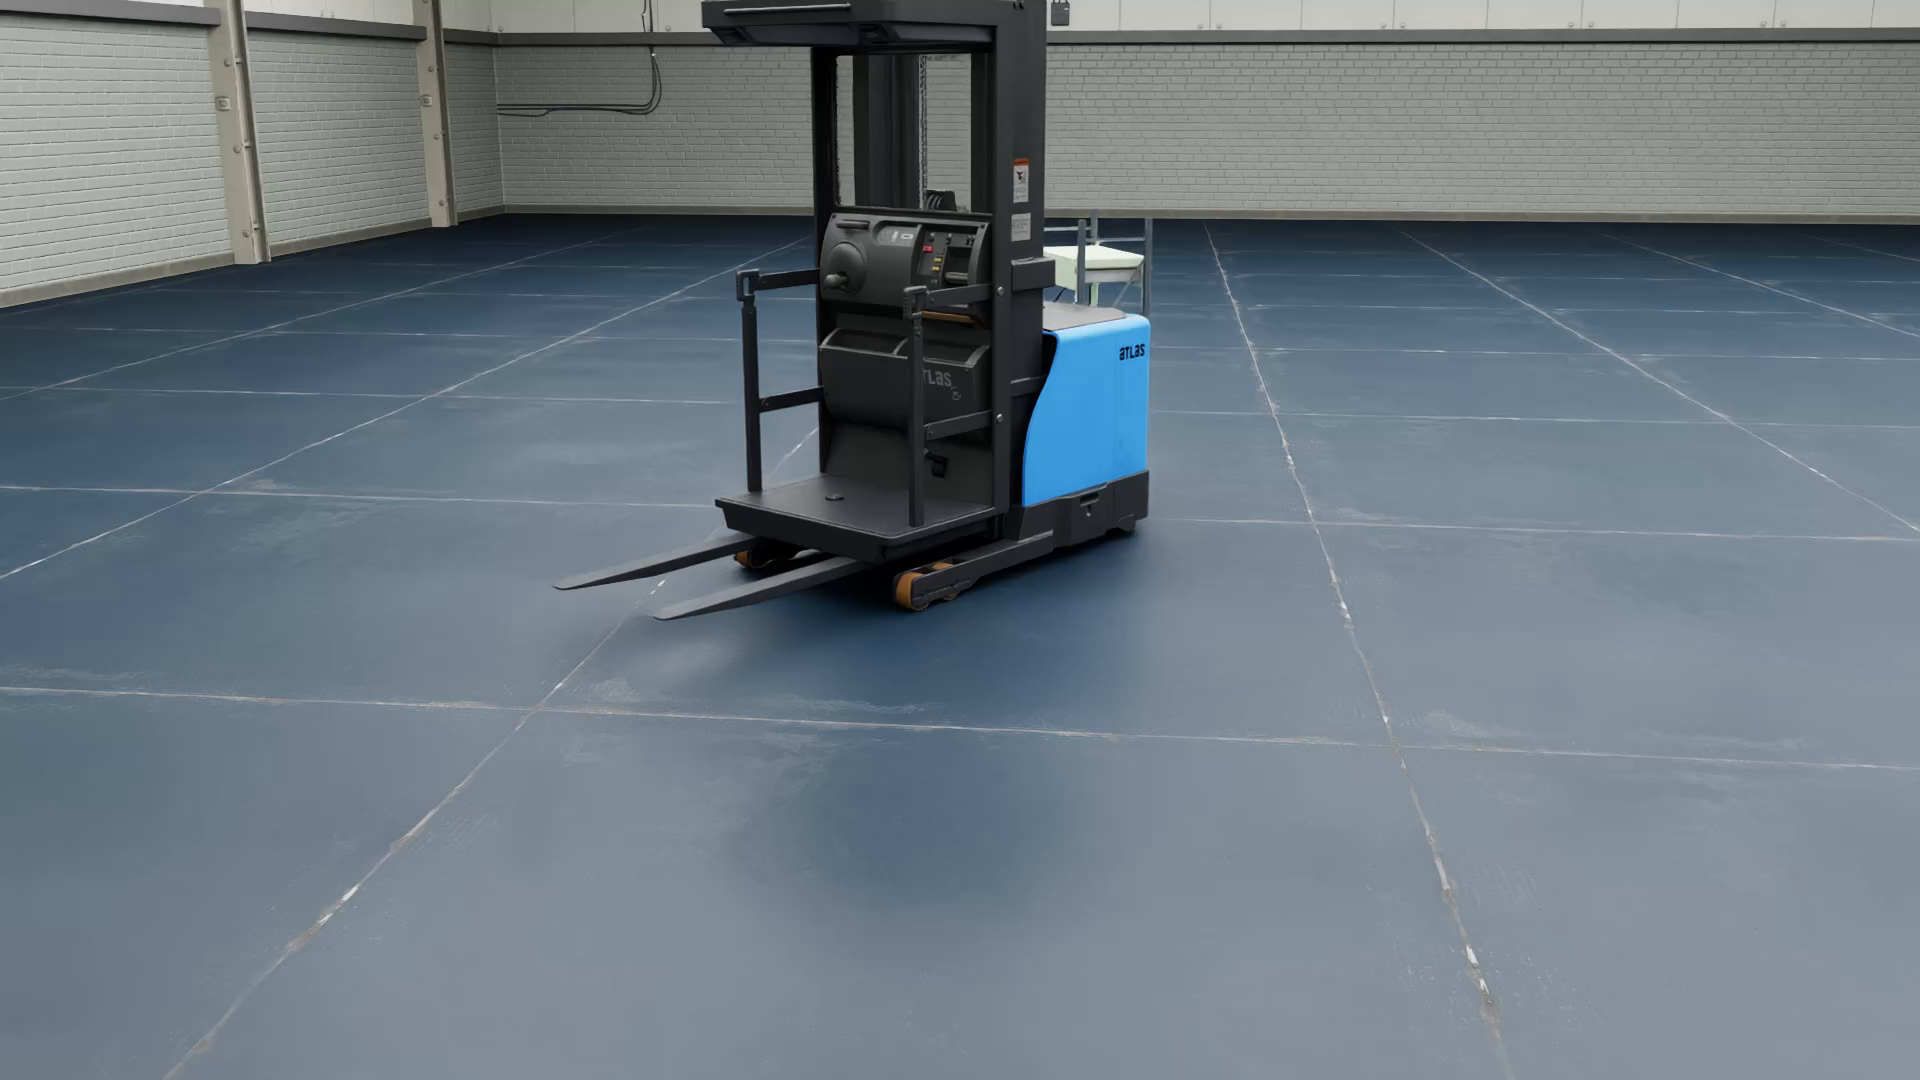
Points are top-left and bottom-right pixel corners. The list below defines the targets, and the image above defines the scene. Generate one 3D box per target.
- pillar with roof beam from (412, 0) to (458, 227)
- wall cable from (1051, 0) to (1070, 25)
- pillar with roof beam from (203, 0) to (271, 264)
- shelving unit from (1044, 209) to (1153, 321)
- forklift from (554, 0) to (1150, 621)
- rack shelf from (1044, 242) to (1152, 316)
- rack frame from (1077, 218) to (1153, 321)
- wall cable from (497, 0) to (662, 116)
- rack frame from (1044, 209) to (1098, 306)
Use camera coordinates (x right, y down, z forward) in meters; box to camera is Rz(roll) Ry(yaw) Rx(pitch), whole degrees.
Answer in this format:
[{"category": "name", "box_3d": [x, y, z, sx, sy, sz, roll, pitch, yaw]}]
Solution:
[{"category": "pillar with roof beam", "box_3d": [-4.123, -9.333, 25.436, 9.100, 9.000, 0.400, 2, 15, 6]}, {"category": "wall cable", "box_3d": [2.677, -11.542, 27.094, 2.305, 6.003, 0.169, 2, 15, 6]}, {"category": "pillar with roof beam", "box_3d": [-4.800, -7.776, 19.681, 9.100, 9.000, 0.400, 2, 15, 6]}, {"category": "shelving unit", "box_3d": [0.679, -1.000, 8.985, 0.431, 1.500, 0.755, -5, 16, -17]}, {"category": "forklift", "box_3d": [-0.391, -1.261, 7.210, 1.130, 2.935, 3.031, 12, 19, 38]}, {"category": "rack shelf", "box_3d": [0.679, -1.376, 8.884, 0.431, 0.370, 0.720, -5, 16, -17]}, {"category": "rack frame", "box_3d": [0.791, -0.909, 8.649, 0.400, 1.500, 0.023, -5, 16, -17]}, {"category": "wall cable", "box_3d": [-6.754, -8.686, 28.992, 3.097, 2.526, 0.112, 2, 15, 6]}, {"category": "rack frame", "box_3d": [0.568, -1.091, 9.322, 0.400, 1.500, 0.023, -5, 16, -17]}]
